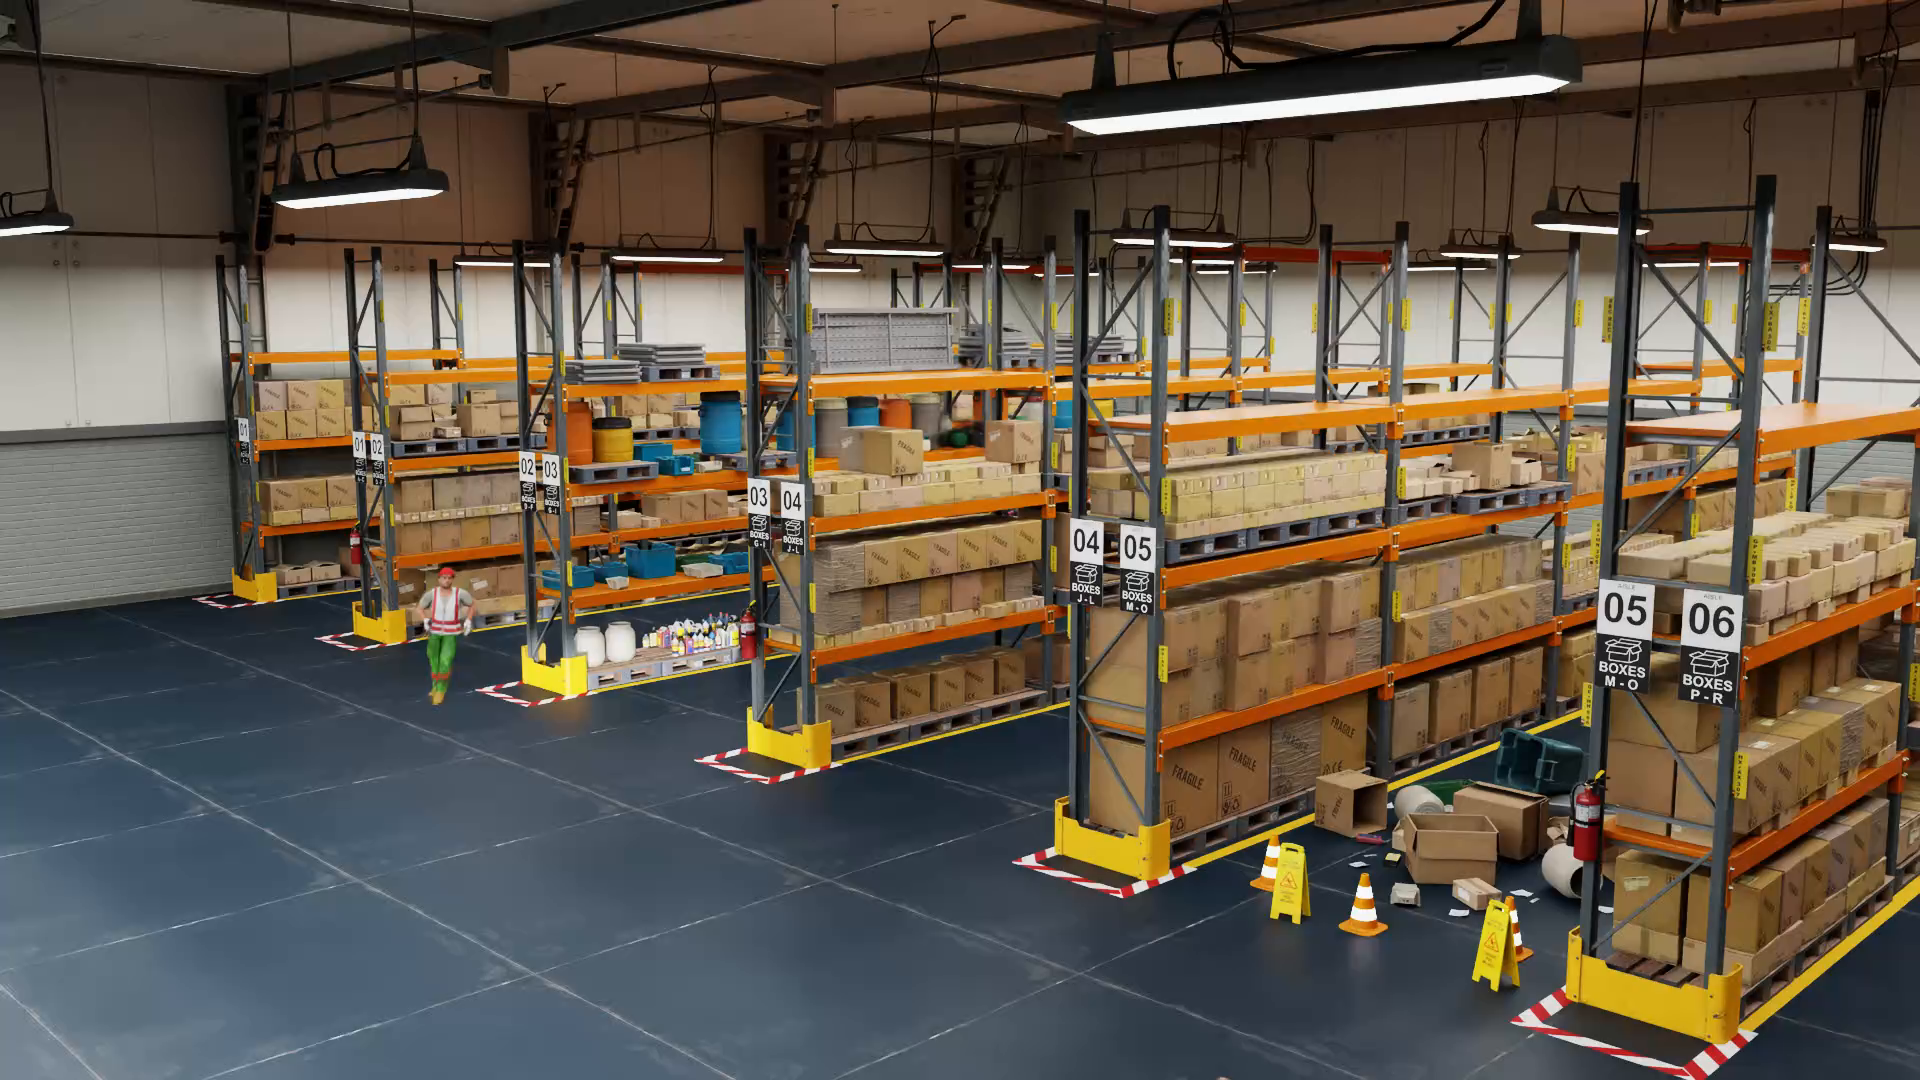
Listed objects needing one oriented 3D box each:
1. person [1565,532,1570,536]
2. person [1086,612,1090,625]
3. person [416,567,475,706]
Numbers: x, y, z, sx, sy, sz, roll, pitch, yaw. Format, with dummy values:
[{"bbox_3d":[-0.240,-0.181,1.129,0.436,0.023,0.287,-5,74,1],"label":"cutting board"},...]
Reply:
[{"bbox_3d":[9.506,0.690,25.965,0.698,1.665,0.618,-6,10,-37],"label":"person"},{"bbox_3d":[2.122,0.405,25.673,0.694,1.864,0.793,8,11,44],"label":"person"},{"bbox_3d":[-6.709,1.234,21.667,0.709,1.786,0.673,-1,8,-4],"label":"person"}]
